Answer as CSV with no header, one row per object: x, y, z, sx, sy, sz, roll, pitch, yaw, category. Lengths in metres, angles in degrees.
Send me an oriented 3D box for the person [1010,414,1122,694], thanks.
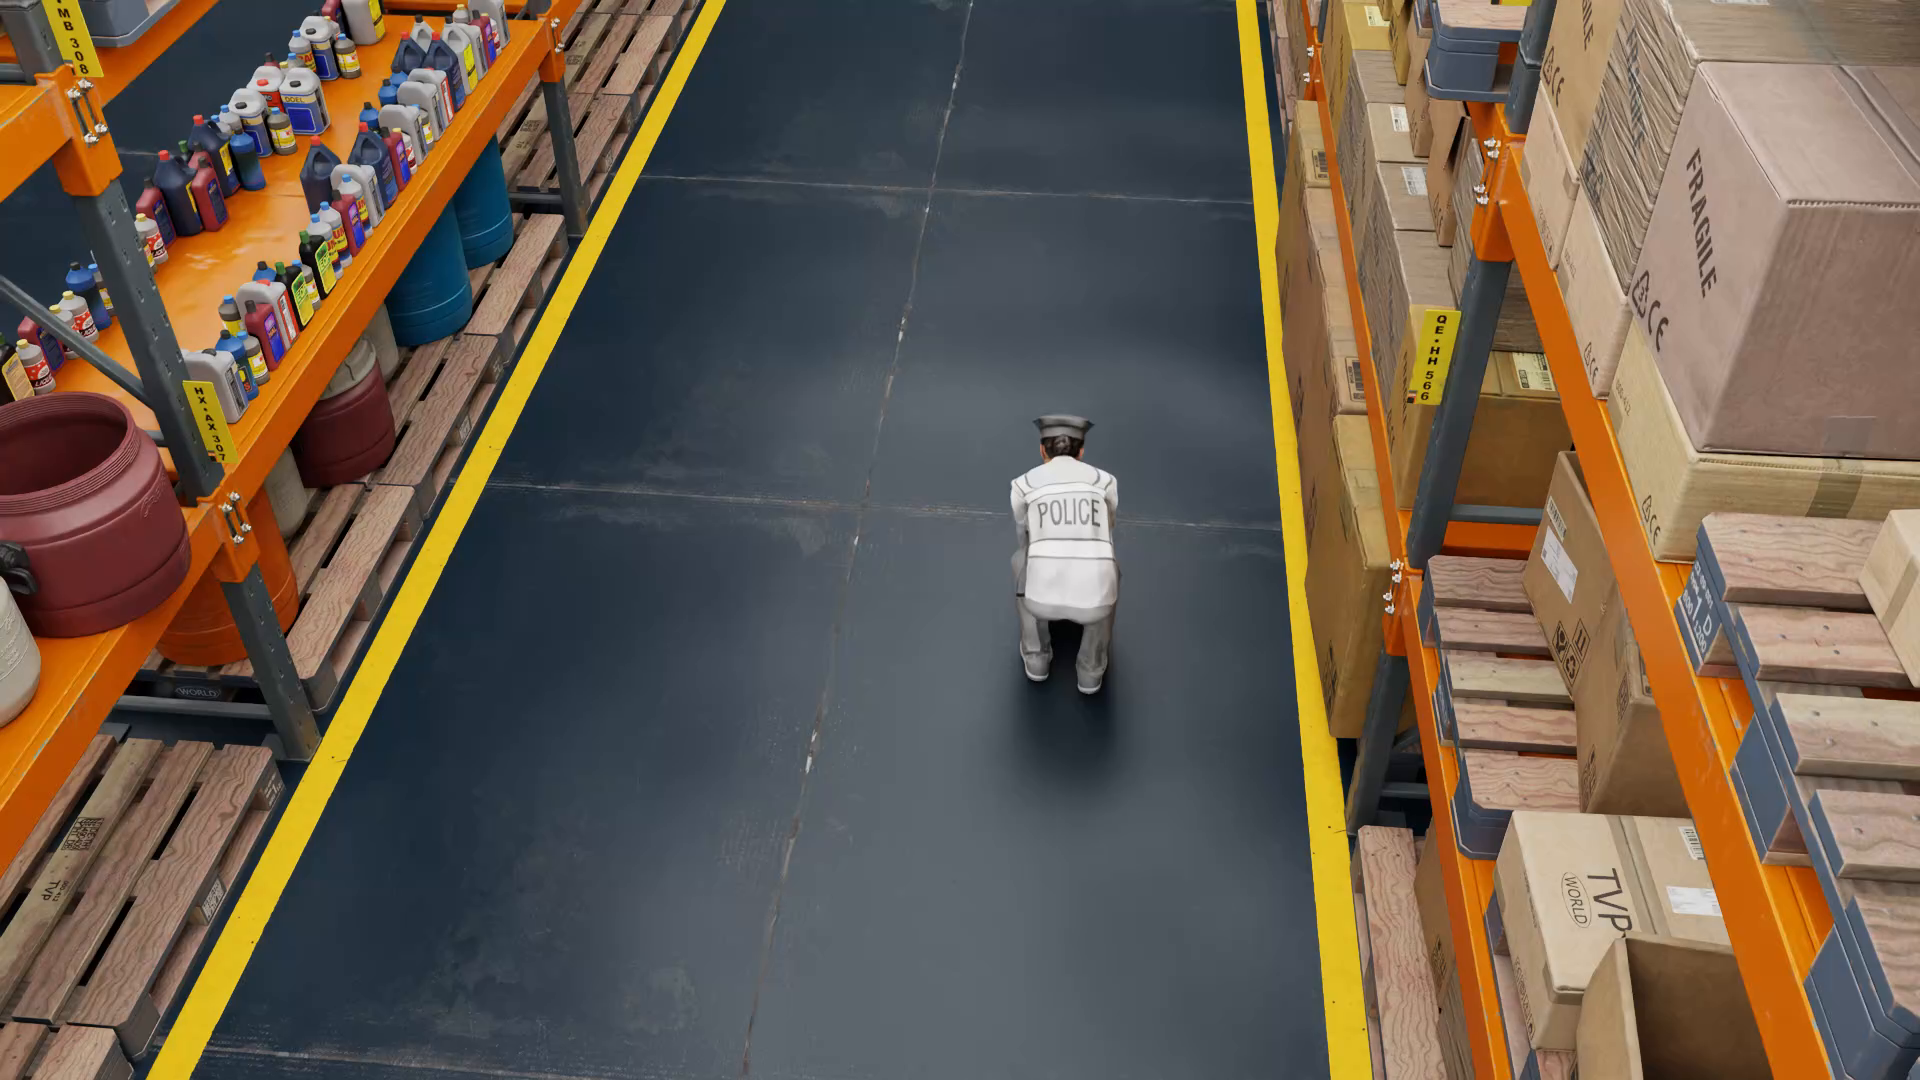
0.423,0.066,6.614,0.456,0.980,0.890,2,40,2,person
